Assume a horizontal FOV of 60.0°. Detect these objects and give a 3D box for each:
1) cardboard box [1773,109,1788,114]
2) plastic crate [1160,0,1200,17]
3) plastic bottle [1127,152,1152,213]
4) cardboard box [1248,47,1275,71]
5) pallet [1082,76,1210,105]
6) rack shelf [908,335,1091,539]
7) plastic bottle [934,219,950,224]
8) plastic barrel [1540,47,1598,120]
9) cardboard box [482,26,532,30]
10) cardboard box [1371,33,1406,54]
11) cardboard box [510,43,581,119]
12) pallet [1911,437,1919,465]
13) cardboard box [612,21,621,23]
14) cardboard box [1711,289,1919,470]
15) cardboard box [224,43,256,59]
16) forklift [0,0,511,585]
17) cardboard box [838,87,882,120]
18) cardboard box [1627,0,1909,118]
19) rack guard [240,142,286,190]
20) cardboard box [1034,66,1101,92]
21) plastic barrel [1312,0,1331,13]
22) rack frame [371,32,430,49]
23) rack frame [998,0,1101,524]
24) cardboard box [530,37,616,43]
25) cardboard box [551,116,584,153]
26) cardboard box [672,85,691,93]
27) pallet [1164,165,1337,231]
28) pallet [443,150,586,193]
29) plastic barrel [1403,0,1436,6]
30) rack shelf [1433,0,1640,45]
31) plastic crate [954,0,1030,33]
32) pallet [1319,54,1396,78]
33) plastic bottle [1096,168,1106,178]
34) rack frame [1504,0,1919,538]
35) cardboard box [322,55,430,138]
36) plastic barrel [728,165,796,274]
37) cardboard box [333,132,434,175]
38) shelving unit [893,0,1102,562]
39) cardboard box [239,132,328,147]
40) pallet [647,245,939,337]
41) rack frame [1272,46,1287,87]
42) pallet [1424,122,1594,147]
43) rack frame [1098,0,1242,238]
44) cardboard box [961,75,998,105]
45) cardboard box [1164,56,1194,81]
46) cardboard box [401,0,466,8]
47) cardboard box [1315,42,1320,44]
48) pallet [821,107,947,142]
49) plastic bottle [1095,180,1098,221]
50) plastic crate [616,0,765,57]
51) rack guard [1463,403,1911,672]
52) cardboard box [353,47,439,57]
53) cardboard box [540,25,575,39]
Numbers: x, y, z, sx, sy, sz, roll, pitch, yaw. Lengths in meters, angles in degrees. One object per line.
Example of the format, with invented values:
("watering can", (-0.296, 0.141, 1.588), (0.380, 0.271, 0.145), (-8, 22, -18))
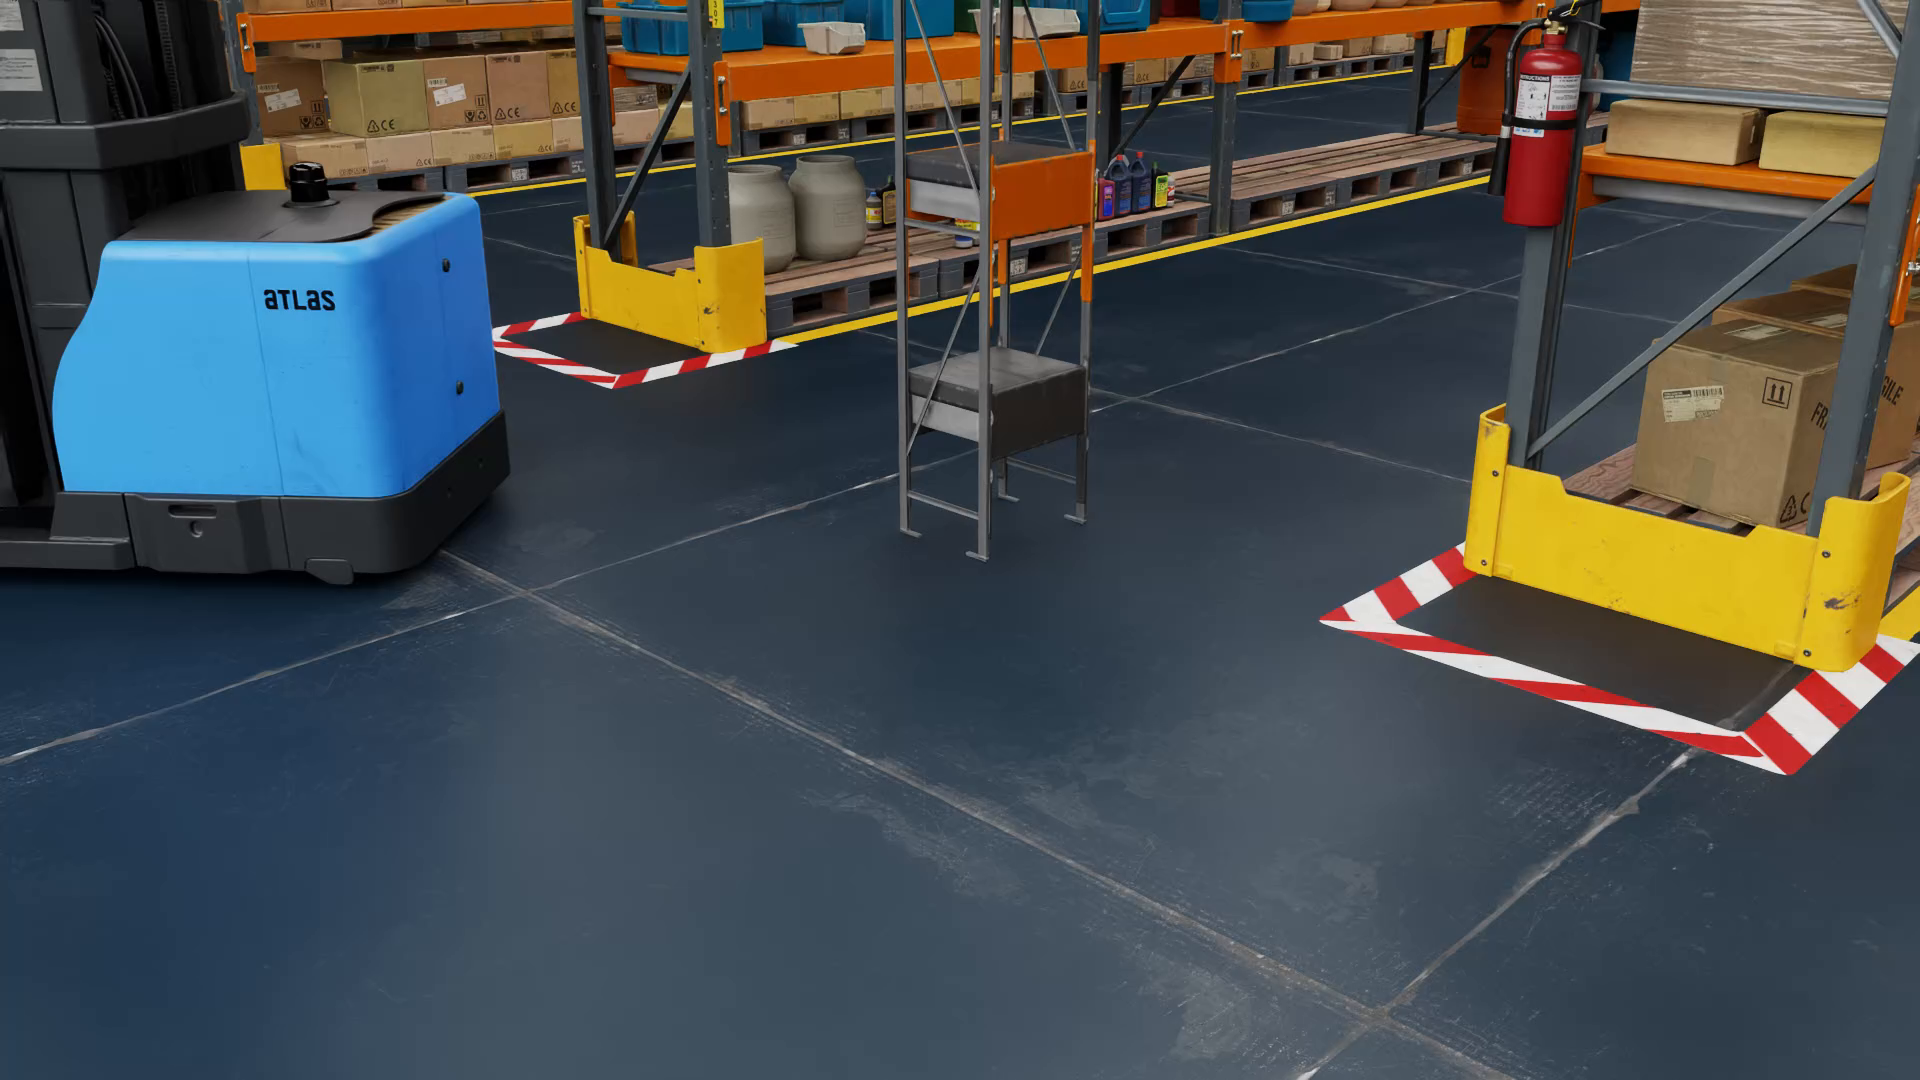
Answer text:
("cardboard box", (2.306, -1.265, 5.035), (0.380, 0.149, 0.250), (19, 28, 41))
("plastic crate", (1.441, -3.692, 10.910), (0.402, 0.464, 0.583), (19, 28, 41))
("plastic bottle", (1.080, -2.192, 10.177), (0.144, 0.351, 0.185), (18, 28, 39))
("cardboard box", (3.218, -5.598, 18.830), (0.500, 0.500, 0.500), (19, 28, 40))
("pallet", (1.965, -4.923, 18.089), (1.003, 0.211, 1.213), (19, 28, 41))
("rack shelf", (0.115, -0.357, 5.565), (0.431, 0.518, 0.480), (19, 28, 41))
("plastic bottle", (-0.106, -1.981, 9.835), (0.097, 0.201, 0.097), (0, 21, 0))
("plastic barrel", (5.230, -3.980, 14.525), (0.600, 0.588, 0.708), (19, 28, 41))
("cardboard box", (-4.970, -5.637, 17.885), (0.500, 0.250, 0.500), (19, 28, 40))
("cardboard box", (5.260, -6.270, 20.927), (0.500, 0.250, 0.500), (19, 28, 41))
("cardboard box", (-3.094, -3.536, 12.794), (0.500, 0.500, 0.500), (19, 28, 41))
("pallet", (3.577, -0.423, 6.382), (1.003, 0.211, 1.213), (19, 28, 41))
("cardboard box", (-3.893, -6.029, 18.904), (0.500, 0.250, 0.500), (-20, 28, -41))
("cardboard box", (2.921, -0.541, 5.700), (0.500, 0.500, 0.500), (-12, 24, -28))
("cardboard box", (-7.074, -4.429, 15.788), (0.700, 0.500, 0.500), (17, 27, 37))
("forklift", (-3.160, -1.422, 5.189), (3.031, 2.935, 1.130), (1, 21, 4))
("cardboard box", (-1.048, -3.921, 14.842), (0.500, 0.250, 0.500), (18, 28, 39))
("cardboard box", (2.484, -1.513, 4.777), (0.875, 0.500, 0.500), (19, 28, 41))
("rack guard", (-5.031, -2.501, 11.384), (1.175, 0.500, 0.348), (19, 28, 41))
("cardboard box", (1.089, -4.814, 16.790), (0.500, 0.500, 0.500), (-19, 28, -40))
("plastic barrel", (2.356, -3.699, 11.209), (0.301, 0.262, 0.301), (0, 21, 0))
("rack frame", (-5.776, -5.941, 16.850), (1.000, 3.000, 0.127), (19, 28, 41))
("rack frame", (0.286, -1.085, 5.472), (0.400, 2.100, 0.015), (19, 28, 41))
("cardboard box", (-3.115, -3.793, 13.464), (0.500, 0.500, 0.500), (19, 28, 41))
("cardboard box", (-3.085, -3.182, 12.920), (0.500, 0.250, 0.500), (19, 28, 41))
("cardboard box", (-2.147, -4.052, 14.402), (0.500, 0.311, 0.500), (19, 28, 41))
("pallet", (1.842, -2.371, 11.450), (1.003, 0.211, 1.213), (19, 28, 41))
("pallet", (-3.660, -2.891, 12.803), (1.003, 0.211, 1.213), (19, 28, 41))
("plastic barrel", (3.254, -4.115, 11.945), (0.421, 0.512, 0.421), (0, 21, 0))
("rack shelf", (5.508, -4.668, 14.541), (1.077, 0.370, 4.000), (19, 28, 41))
("plastic crate", (0.173, -3.084, 9.713), (0.450, 0.188, 0.662), (19, 28, 41))
("pallet", (4.688, -5.948, 20.756), (1.003, 0.211, 1.213), (19, 28, 41))
("plastic bottle", (0.822, -2.139, 10.141), (0.152, 0.276, 0.135), (19, 28, 41))
("rack frame", (2.081, -1.193, 4.499), (1.000, 3.000, 0.127), (19, 28, 41))
("cardboard box", (-4.134, -3.147, 11.784), (0.500, 0.500, 0.500), (19, 28, 41))
("plastic barrel", (-1.064, -1.656, 8.585), (0.421, 0.512, 0.421), (0, 21, 0))
("cardboard box", (-4.135, -2.798, 11.920), (0.500, 0.250, 0.500), (19, 28, 41))
("shelving unit", (0.115, -1.023, 5.309), (0.431, 2.100, 0.503), (19, 28, 41))
("cardboard box", (-4.852, -2.798, 11.921), (0.500, 0.250, 0.500), (19, 28, 41))
("pallet", (-0.878, -1.370, 8.845), (1.003, 0.211, 1.213), (19, 28, 41))
("rack frame", (3.357, -6.758, 18.977), (1.000, 3.000, 0.127), (19, 28, 41))
("pallet", (4.633, -3.401, 14.129), (1.003, 0.211, 1.213), (19, 28, 41))
("rack frame", (1.322, -3.461, 10.399), (1.000, 3.000, 0.127), (19, 28, 41))
("cardboard box", (0.017, -4.313, 15.862), (0.500, 0.250, 0.500), (19, 28, 40))
("cardboard box", (2.164, -5.213, 17.828), (0.500, 0.500, 0.500), (18, 27, 39))
("cardboard box", (-3.966, -4.100, 11.920), (0.700, 0.500, 0.500), (19, 28, 41))
("cardboard box", (4.074, -6.119, 20.448), (0.500, 0.311, 0.500), (19, 28, 41))
("pallet", (-0.887, -3.915, 15.465), (1.003, 0.211, 1.213), (19, 28, 41))
("plastic bottle", (0.720, -2.060, 9.832), (0.144, 0.351, 0.185), (19, 28, 40))
("plastic crate", (-1.333, -2.567, 8.280), (0.499, 0.251, 0.616), (19, 28, 41))
("rack guard", (2.134, -0.046, 4.998), (1.175, 0.500, 0.348), (19, 28, 41))
("cardboard box", (-4.167, -3.409, 12.466), (0.500, 0.500, 0.500), (19, 28, 41))
("cardboard box", (-4.565, -5.439, 18.416), (0.700, 0.500, 0.500), (20, 28, 41))
